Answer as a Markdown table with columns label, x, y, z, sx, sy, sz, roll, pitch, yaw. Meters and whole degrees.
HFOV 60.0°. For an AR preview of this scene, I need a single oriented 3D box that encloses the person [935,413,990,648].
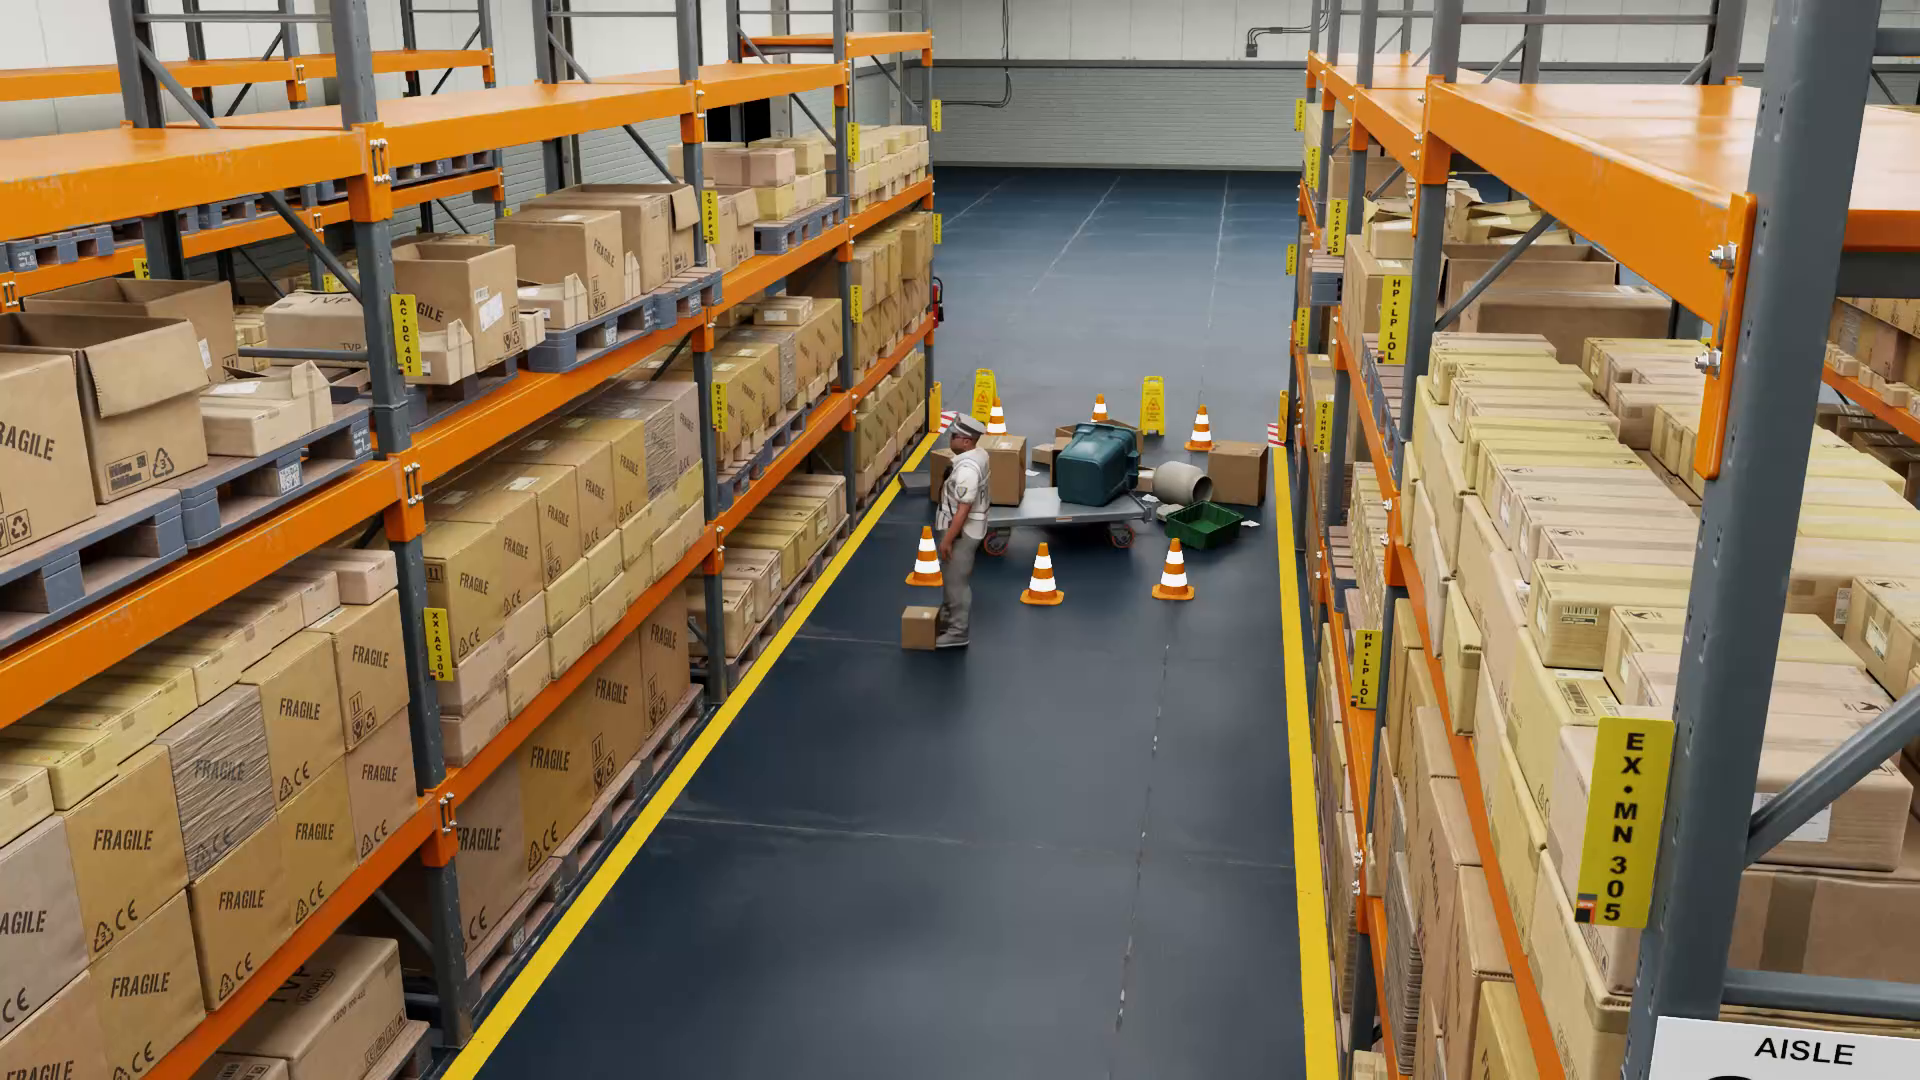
| label | x | y | z | sx | sy | sz | roll | pitch | yaw |
| --- | --- | --- | --- | --- | --- | --- | --- | --- | --- |
| person | -0.074 | -0.078 | 12.204 | 0.575 | 1.782 | 0.635 | 3 | 18 | 9 |
